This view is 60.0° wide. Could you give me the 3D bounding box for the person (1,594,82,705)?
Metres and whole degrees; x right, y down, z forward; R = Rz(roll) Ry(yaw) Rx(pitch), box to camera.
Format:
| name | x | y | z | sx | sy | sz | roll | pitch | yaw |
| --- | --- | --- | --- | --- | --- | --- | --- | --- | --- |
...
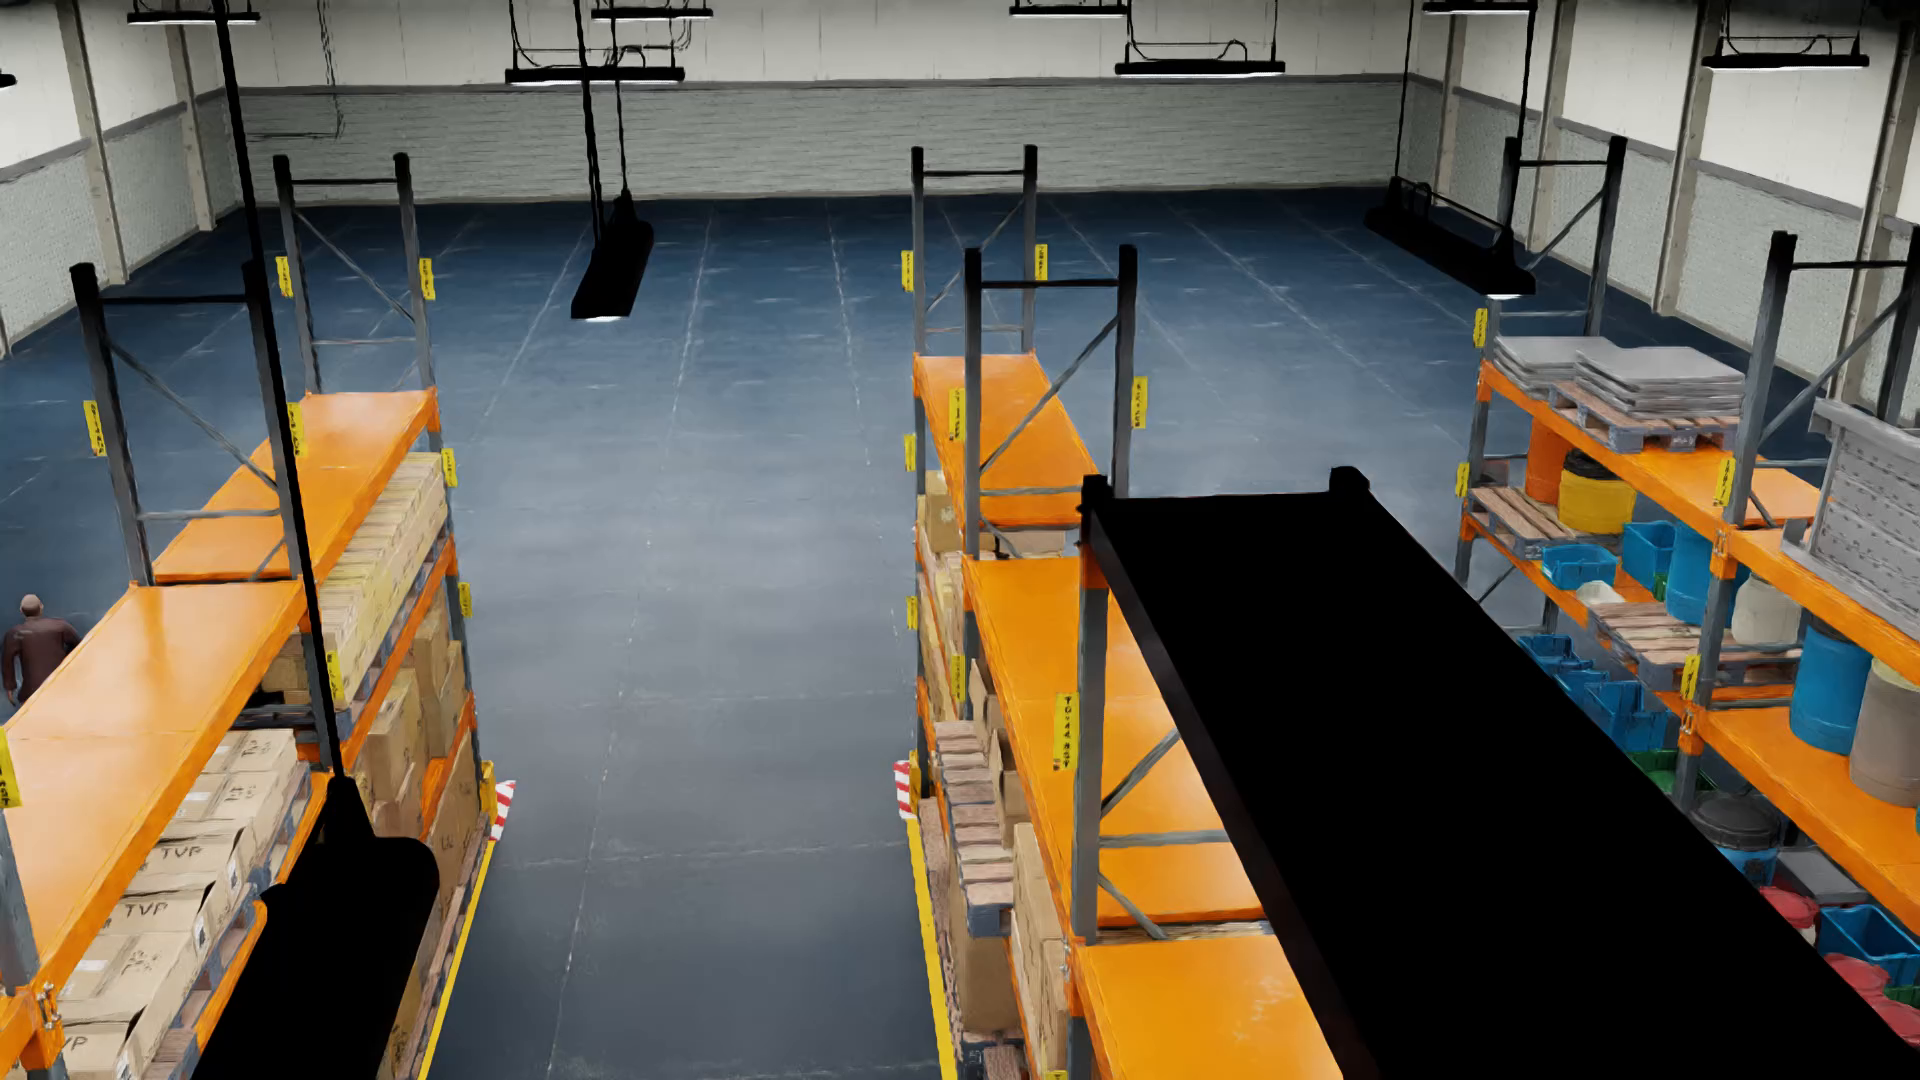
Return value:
| name | x | y | z | sx | sy | sz | roll | pitch | yaw |
| --- | --- | --- | --- | --- | --- | --- | --- | --- | --- |
| person | -8.717 | 1.354 | 15.870 | 0.728 | 1.722 | 0.852 | -10 | 24 | -23 |
